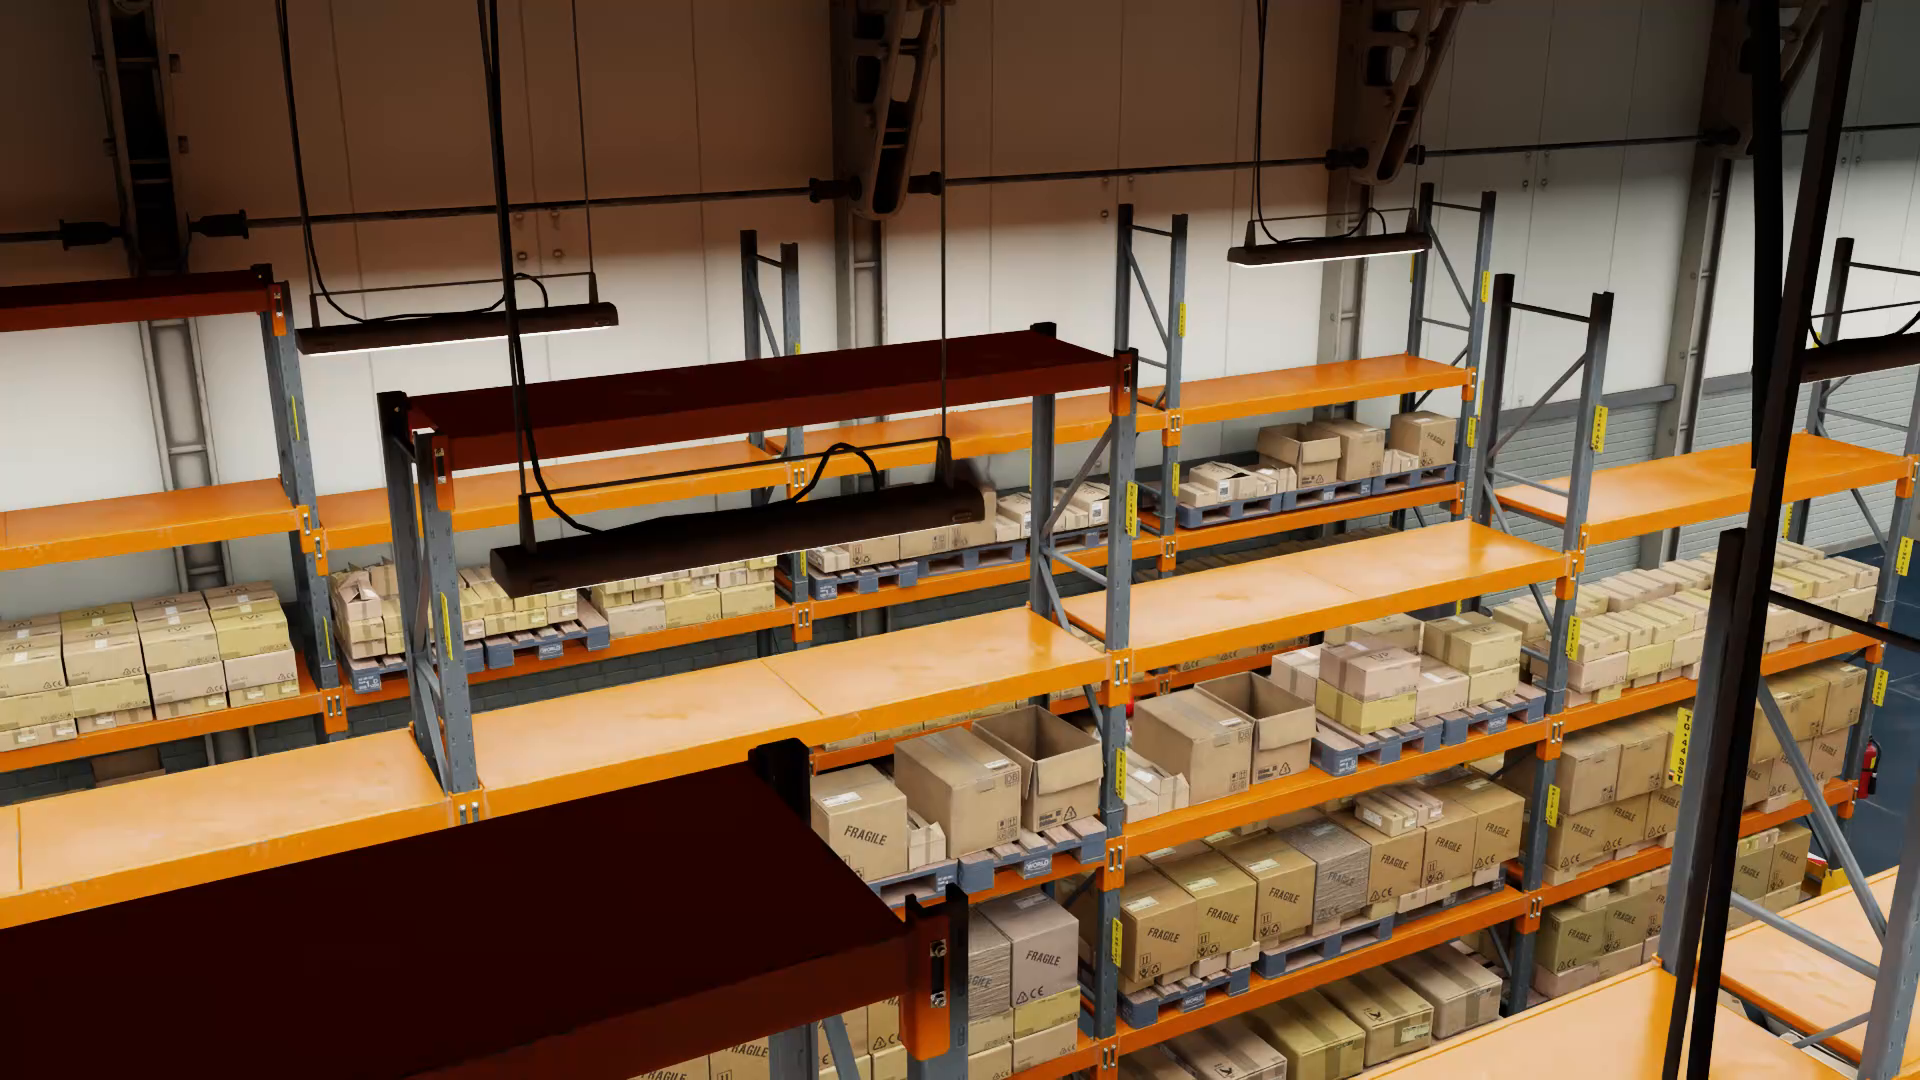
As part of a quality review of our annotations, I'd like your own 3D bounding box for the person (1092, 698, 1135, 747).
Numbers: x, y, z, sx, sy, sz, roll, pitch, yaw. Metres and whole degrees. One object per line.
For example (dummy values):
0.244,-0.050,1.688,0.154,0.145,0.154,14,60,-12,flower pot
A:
1.304,2.256,15.338,0.642,1.790,0.535,-15,24,-39,person
